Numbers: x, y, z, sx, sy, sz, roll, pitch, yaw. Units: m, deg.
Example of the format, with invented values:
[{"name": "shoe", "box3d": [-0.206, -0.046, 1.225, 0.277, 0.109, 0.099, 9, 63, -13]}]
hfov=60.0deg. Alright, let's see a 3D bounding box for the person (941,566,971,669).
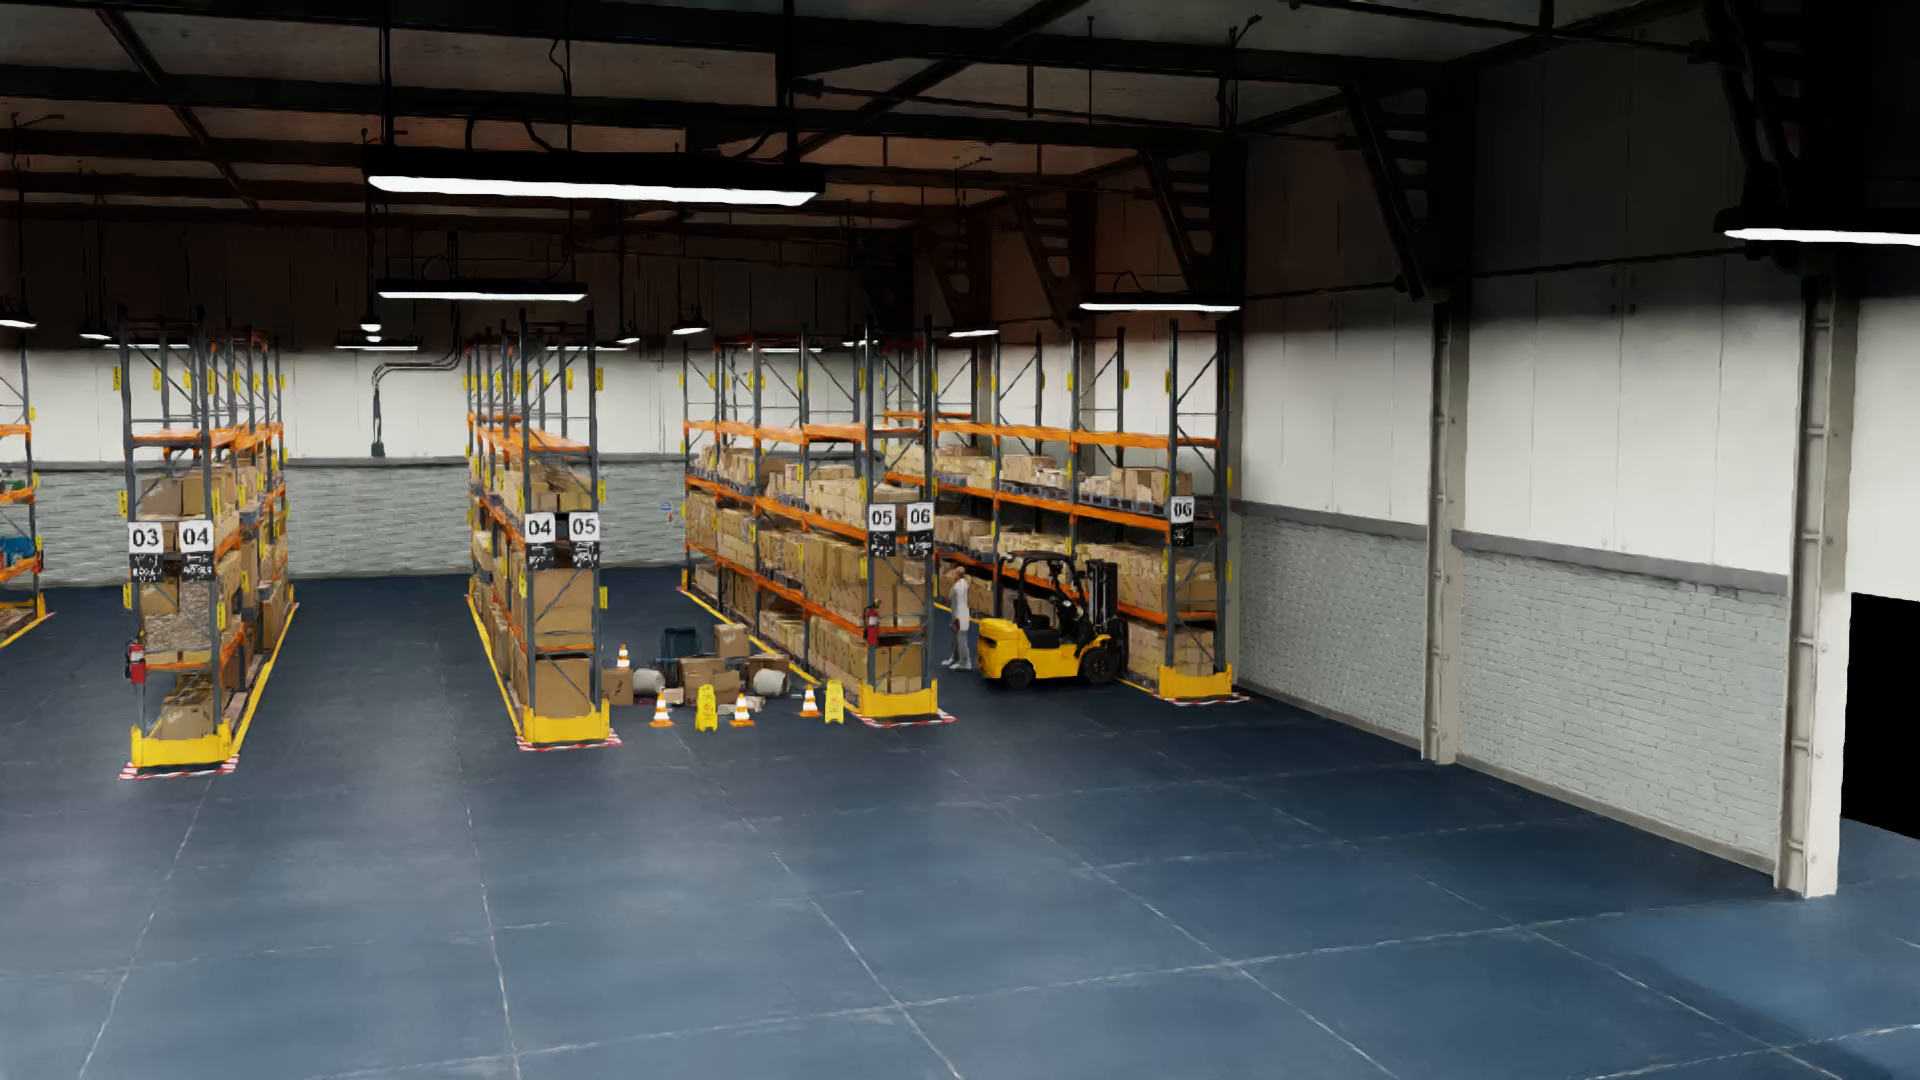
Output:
[{"name": "person", "box3d": [-0.062, 1.341, 29.044, 0.549, 1.769, 0.631, 1, 6, 10]}]
